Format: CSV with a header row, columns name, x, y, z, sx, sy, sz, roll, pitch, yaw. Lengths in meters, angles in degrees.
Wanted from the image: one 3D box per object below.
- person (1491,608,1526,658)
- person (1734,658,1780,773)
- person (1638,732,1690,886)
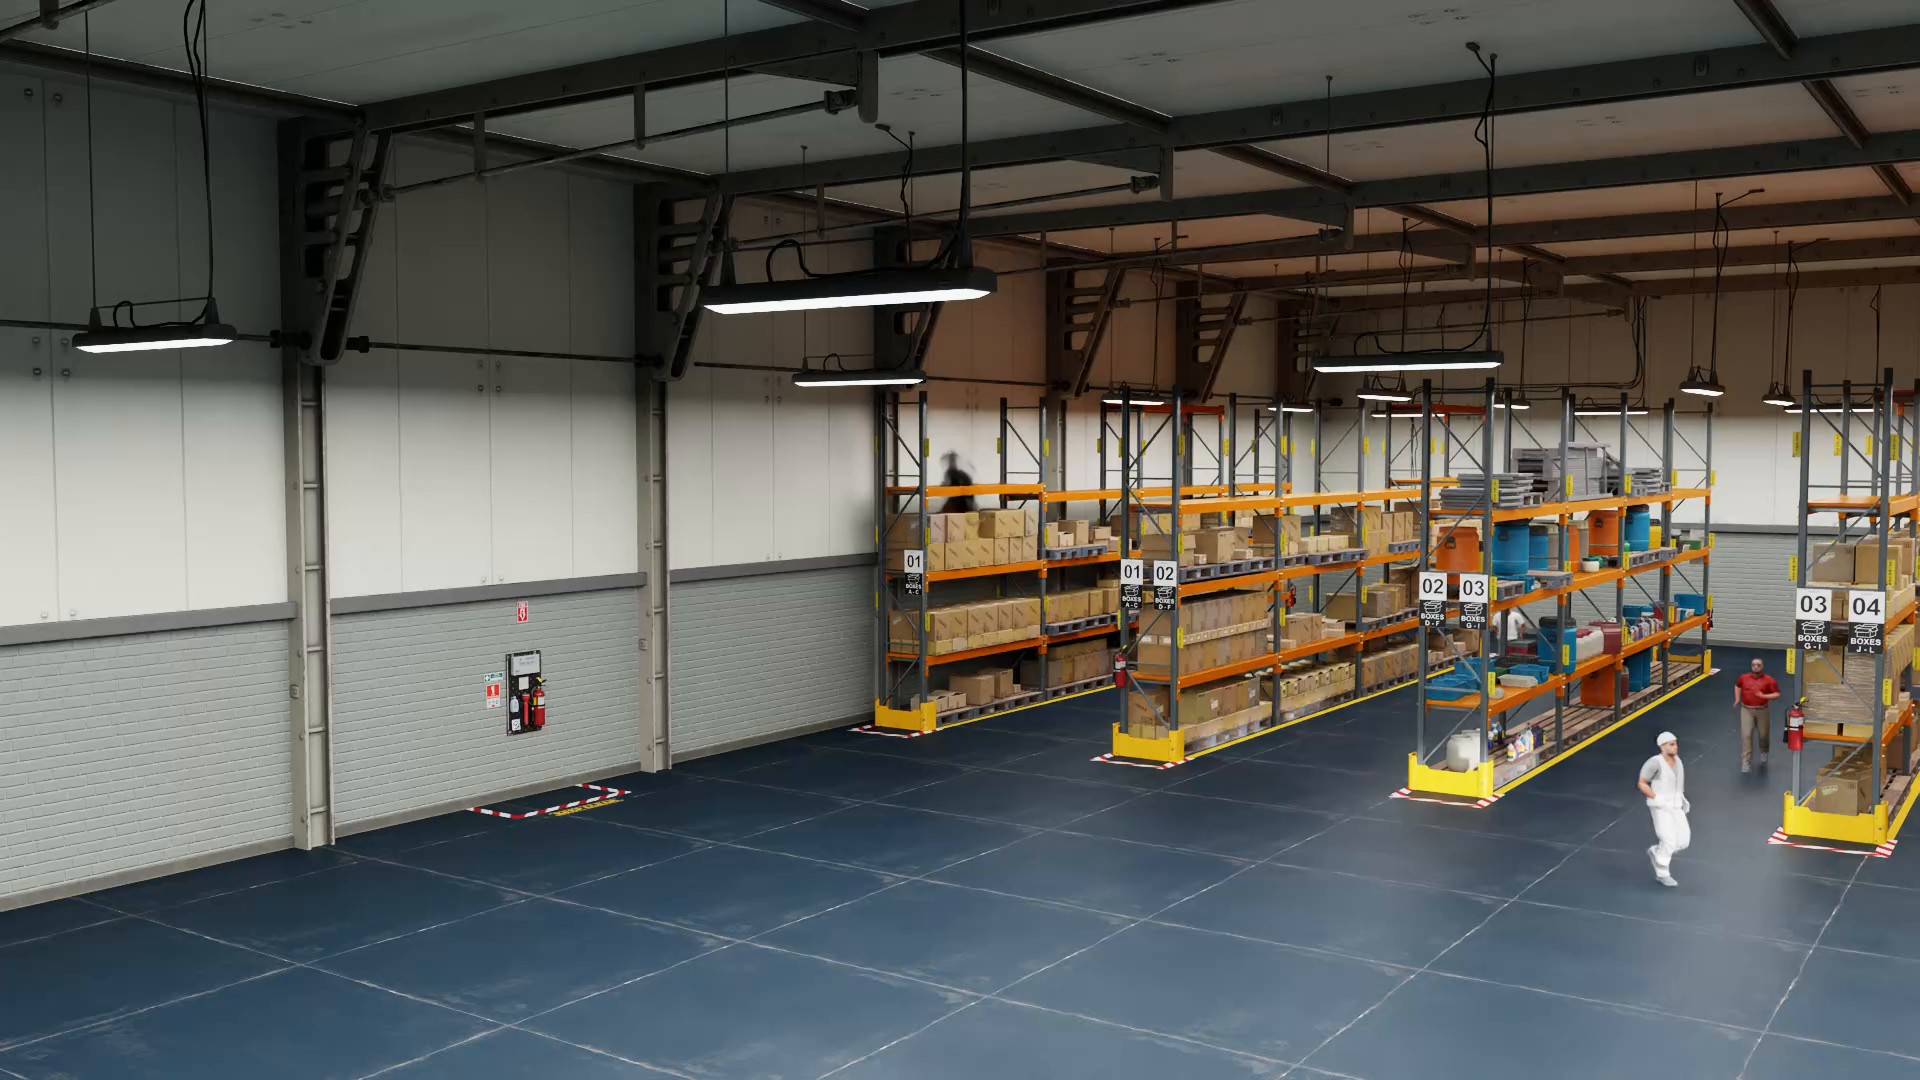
name,x,y,z,sx,sy,sz,roll,pitch,yaw
person,11.804,2.142,35.930,0.691,1.724,0.586,2,4,32
person,12.330,2.688,25.769,0.662,1.716,0.989,2,4,32
person,8.074,3.069,19.111,0.668,1.749,0.585,-1,3,-23
